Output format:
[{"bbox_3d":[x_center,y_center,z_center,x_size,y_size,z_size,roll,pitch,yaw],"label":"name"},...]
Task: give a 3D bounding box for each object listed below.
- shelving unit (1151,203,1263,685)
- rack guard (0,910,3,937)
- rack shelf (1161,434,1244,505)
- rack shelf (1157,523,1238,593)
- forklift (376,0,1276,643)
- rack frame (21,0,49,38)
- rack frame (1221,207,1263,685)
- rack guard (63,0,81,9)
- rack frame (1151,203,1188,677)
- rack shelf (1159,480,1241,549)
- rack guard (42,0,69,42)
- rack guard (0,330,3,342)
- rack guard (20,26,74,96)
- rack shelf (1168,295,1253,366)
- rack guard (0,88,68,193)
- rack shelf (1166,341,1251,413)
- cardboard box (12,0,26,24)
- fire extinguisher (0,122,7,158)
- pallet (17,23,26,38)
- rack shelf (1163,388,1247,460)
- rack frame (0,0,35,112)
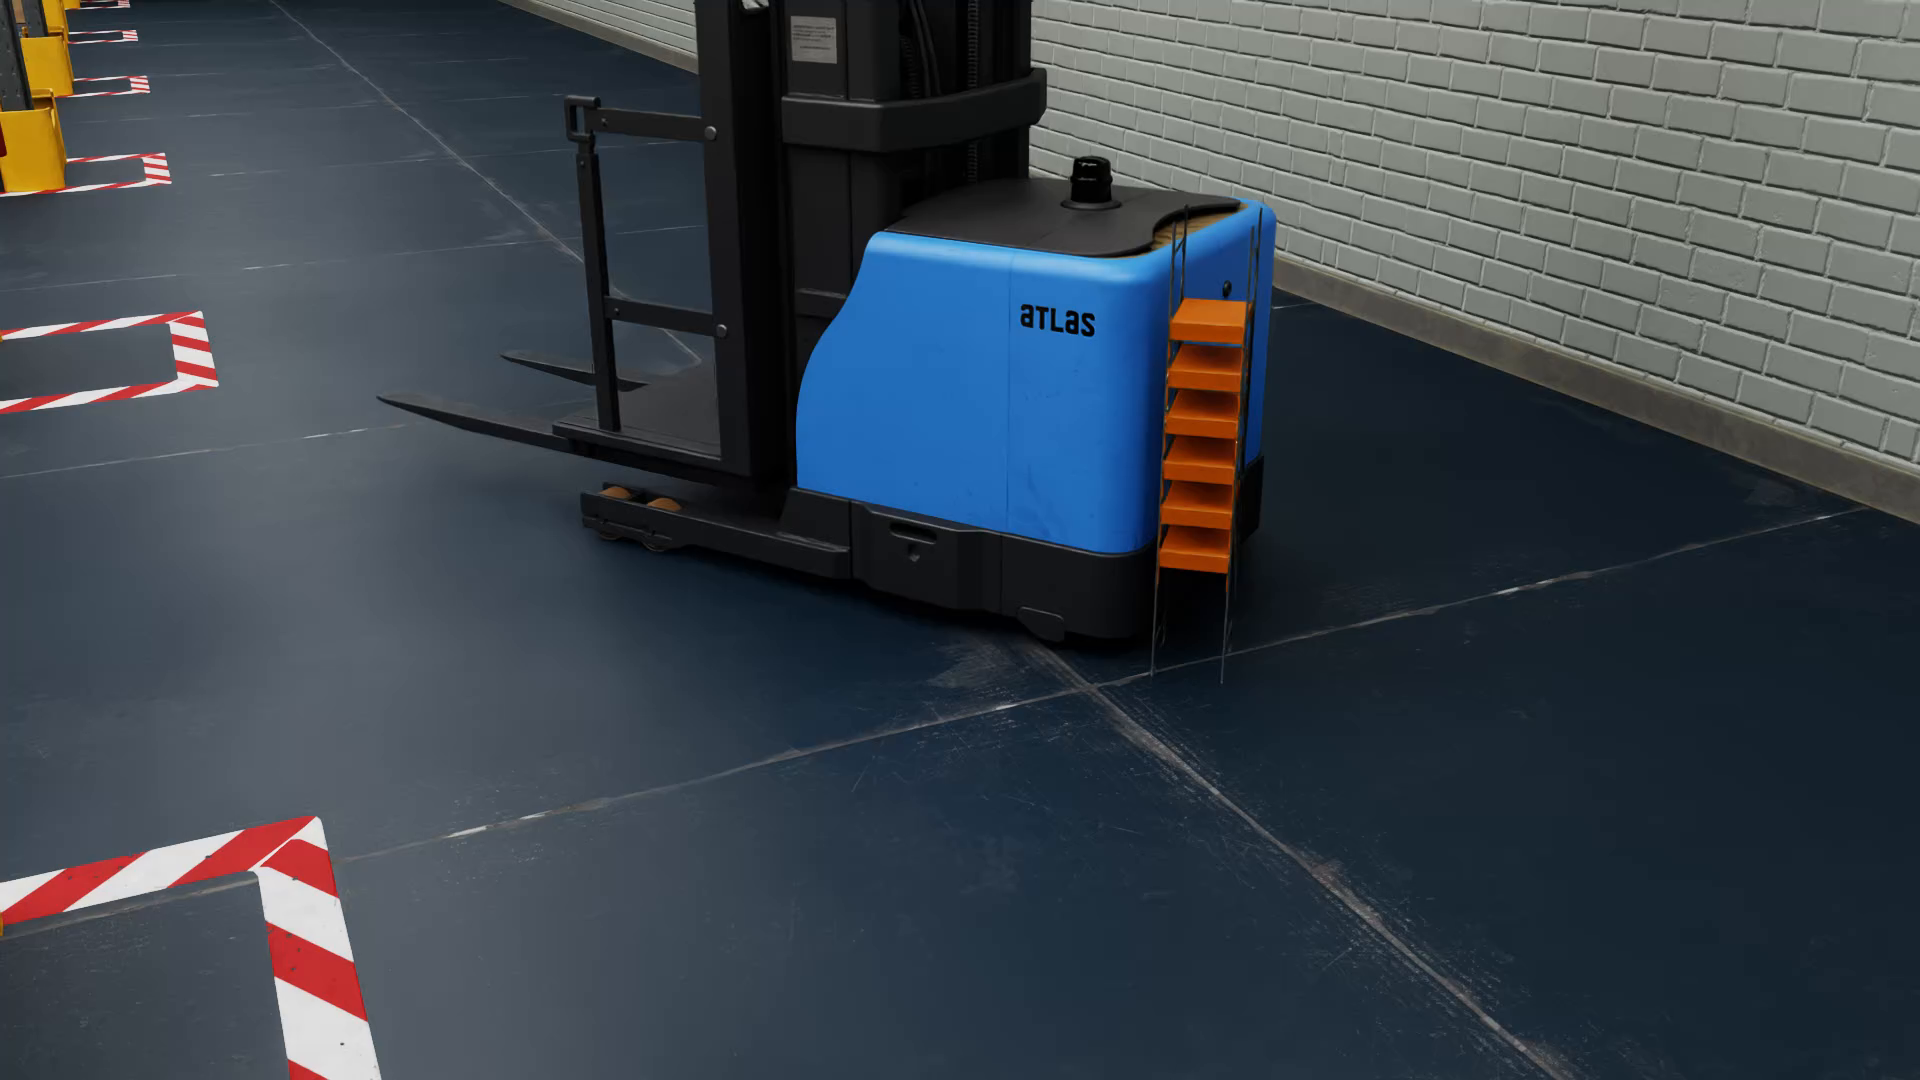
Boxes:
[{"bbox_3d":[0.624,-0.230,4.238,0.189,1.200,0.258,6,23,13],"label":"shelving unit"},{"bbox_3d":[-1.876,0.751,2.783,0.348,0.500,1.175,-10,25,-24],"label":"rack guard"},{"bbox_3d":[0.624,-0.189,4.255,0.180,0.103,0.258,6,23,13],"label":"rack shelf"},{"bbox_3d":[0.624,0.033,4.346,0.180,0.103,0.258,6,23,13],"label":"rack shelf"},{"bbox_3d":[-0.601,-1.475,4.982,3.031,2.935,1.130,13,26,28],"label":"forklift"},{"bbox_3d":[-8.344,-5.523,14.670,0.127,3.000,1.000,-10,25,-24],"label":"rack frame"},{"bbox_3d":[0.713,-0.221,4.216,0.006,1.200,0.240,6,23,13],"label":"rack frame"},{"bbox_3d":[-12.619,-7.786,23.405,0.348,0.500,1.175,-10,25,-24],"label":"rack guard"},{"bbox_3d":[0.536,-0.239,4.259,0.006,1.200,0.240,6,23,13],"label":"rack frame"},{"bbox_3d":[0.624,-0.078,4.300,0.180,0.103,0.258,6,23,13],"label":"rack shelf"},{"bbox_3d":[-10.557,-6.063,19.243,0.348,0.500,1.175,-10,25,-24],"label":"rack guard"},{"bbox_3d":[-4.204,-0.922,6.824,0.348,0.500,1.175,-10,25,-24],"label":"rack guard"},{"bbox_3d":[-8.328,-4.376,15.168,0.348,0.500,1.175,-10,25,-24],"label":"rack guard"},{"bbox_3d":[0.624,-0.522,4.117,0.180,0.103,0.258,6,23,13],"label":"rack shelf"},{"bbox_3d":[-6.174,-2.665,11.034,0.348,0.500,1.175,-10,25,-24],"label":"rack guard"},{"bbox_3d":[0.624,-0.411,4.163,0.180,0.103,0.258,6,23,13],"label":"rack shelf"},{"bbox_3d":[-10.872,-6.104,18.766,0.500,0.500,0.500,-10,25,-24],"label":"cardboard box"},{"bbox_3d":[-3.708,-1.764,6.179,0.183,0.674,0.296,-10,25,-24],"label":"fire extinguisher"},{"bbox_3d":[-11.275,-5.797,18.978,1.213,0.211,1.003,-10,25,-24],"label":"pallet"},{"bbox_3d":[0.624,-0.300,4.209,0.180,0.103,0.258,6,23,13],"label":"rack shelf"},{"bbox_3d":[-6.195,-3.816,10.546,0.127,3.000,1.000,-10,25,-24],"label":"rack frame"}]
